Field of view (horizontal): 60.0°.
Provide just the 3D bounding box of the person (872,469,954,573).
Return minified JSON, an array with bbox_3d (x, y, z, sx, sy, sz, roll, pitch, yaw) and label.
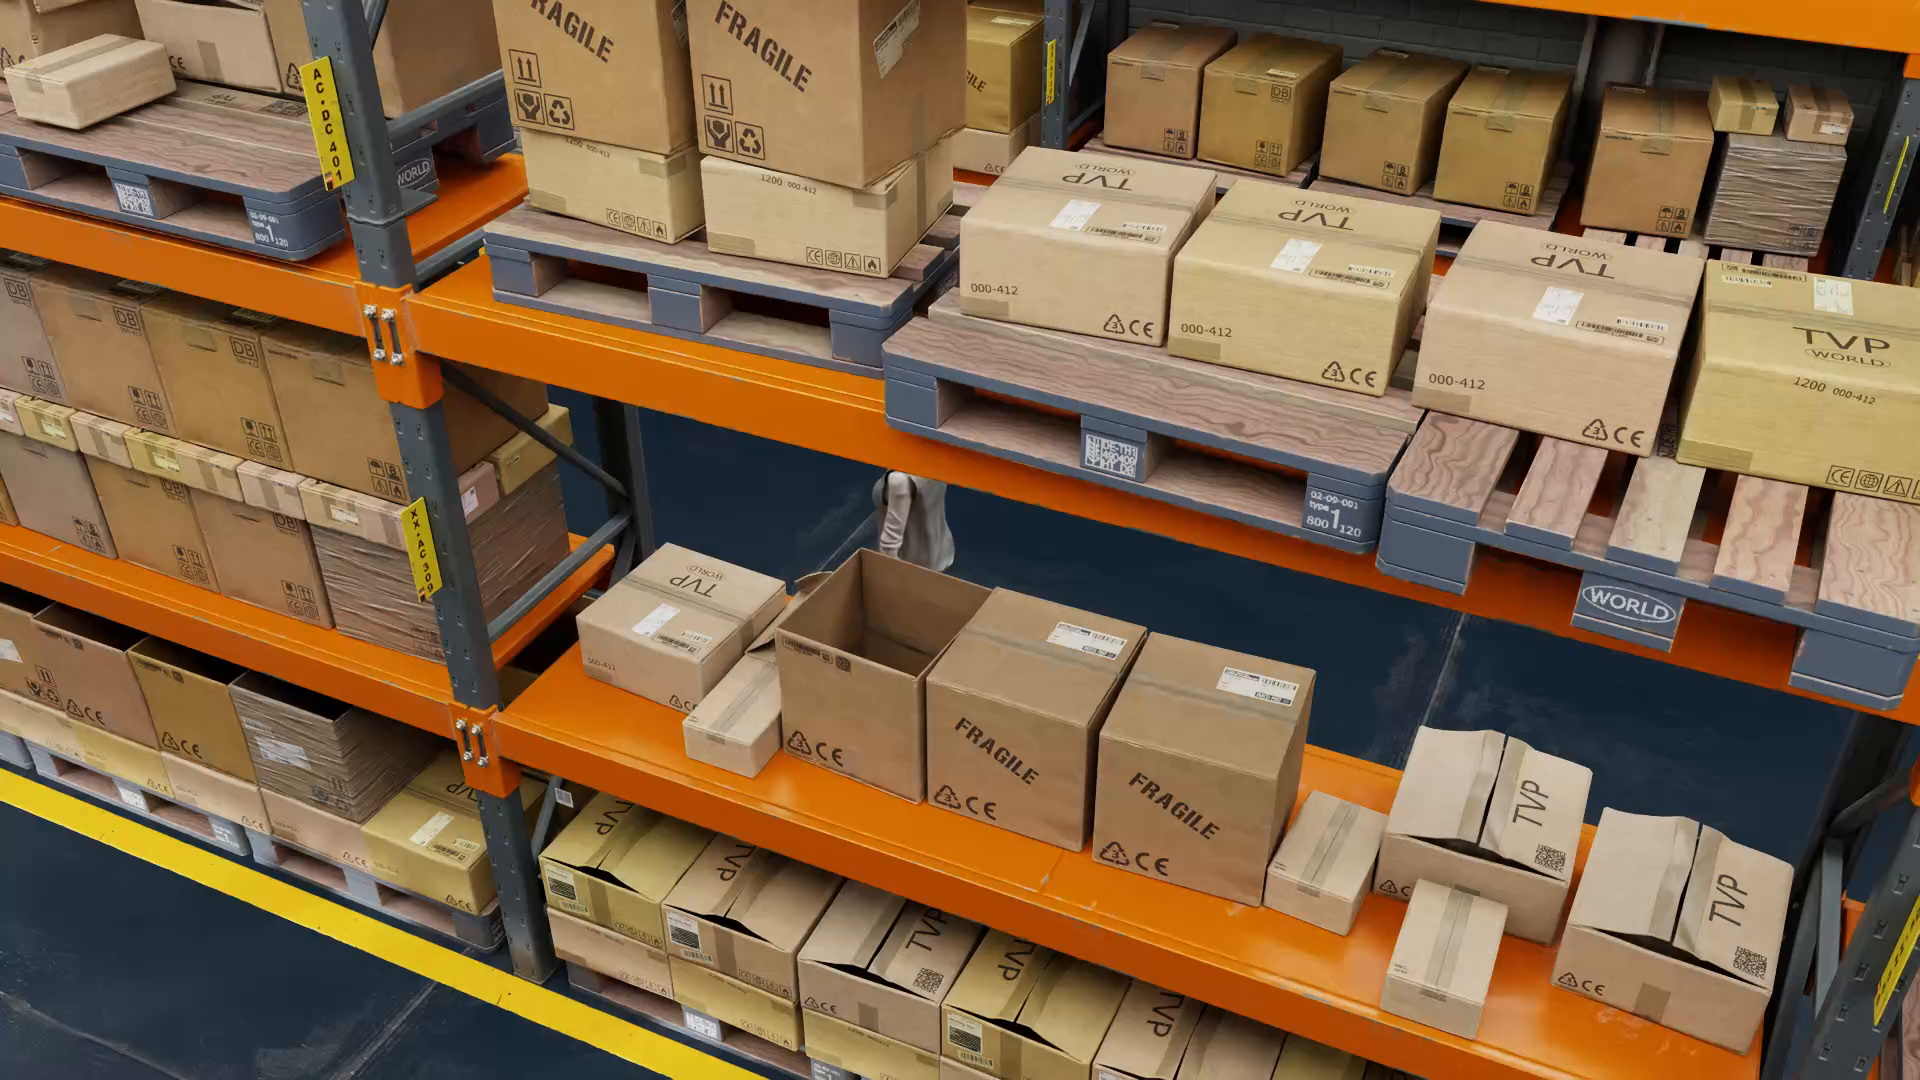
[{"bbox_3d":[-0.203,0.104,7.014,0.316,1.587,0.412,15,37,21],"label":"person"}]
